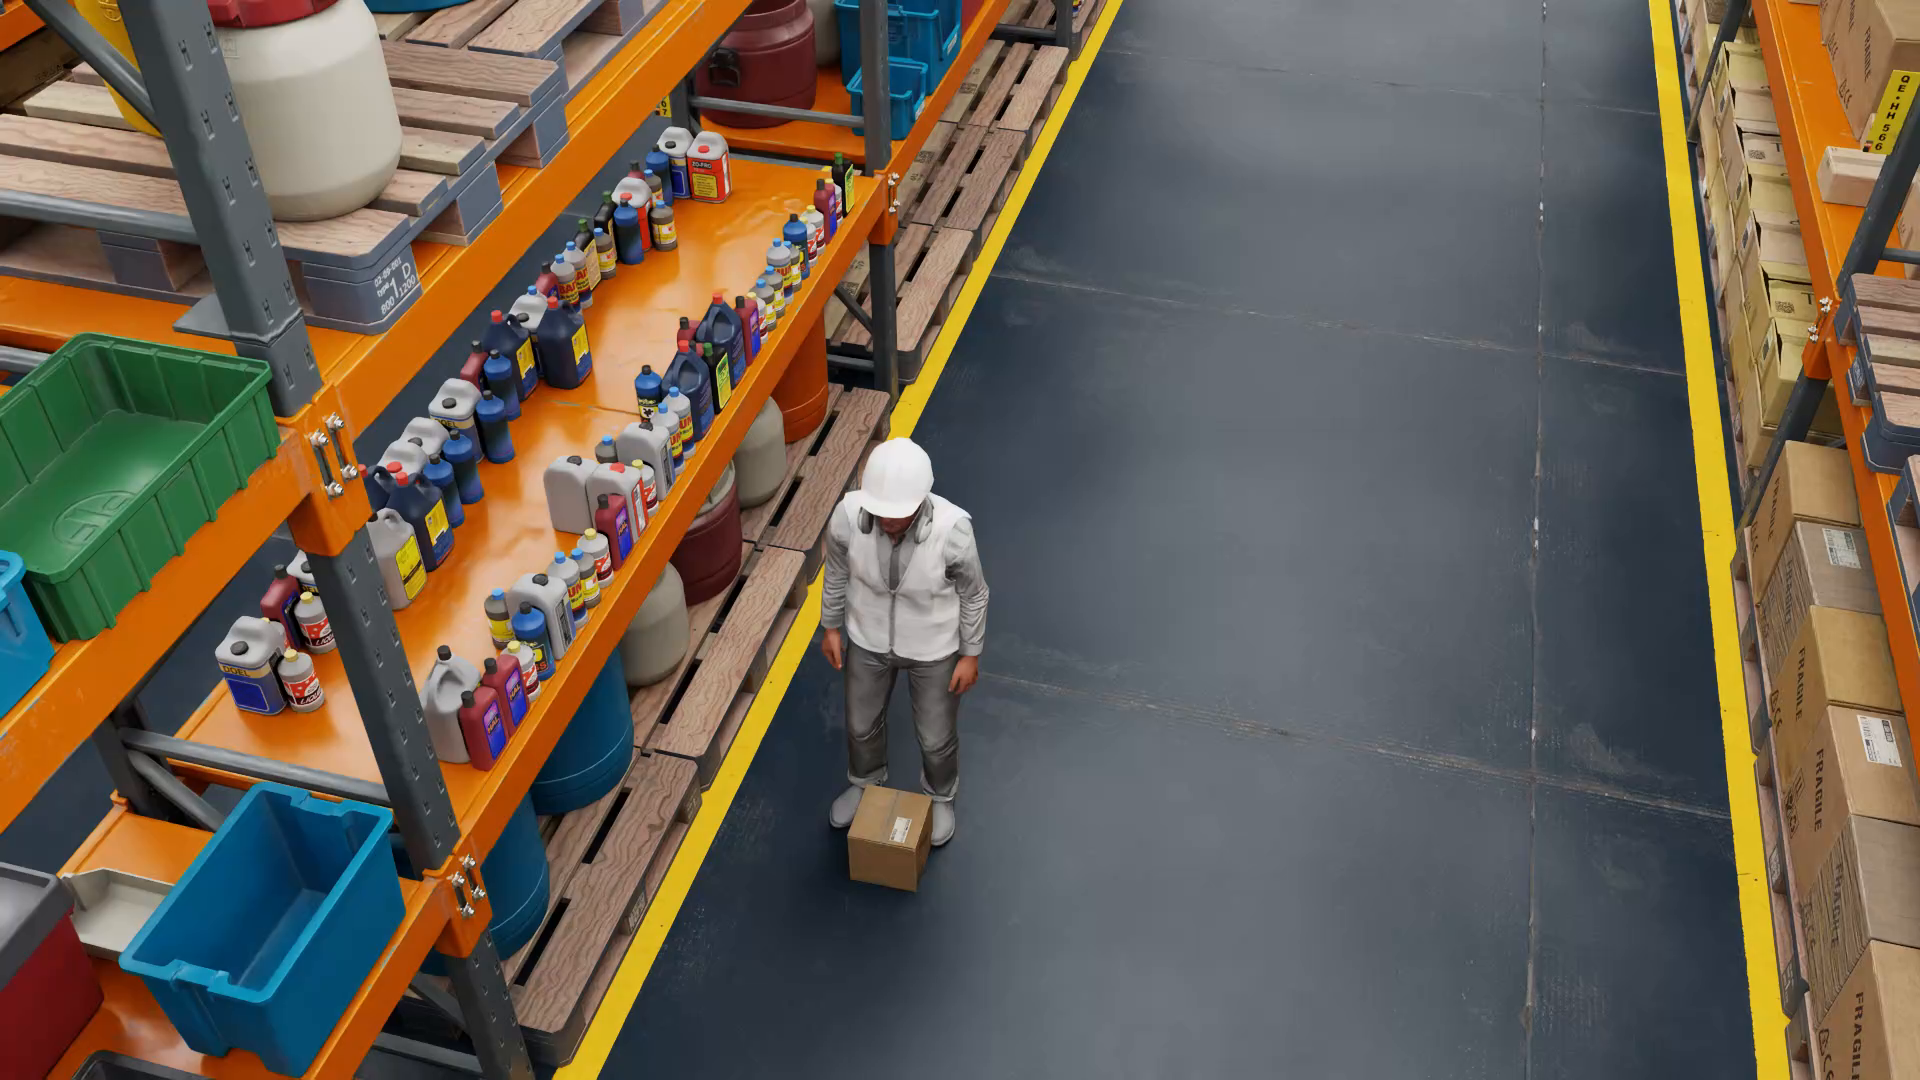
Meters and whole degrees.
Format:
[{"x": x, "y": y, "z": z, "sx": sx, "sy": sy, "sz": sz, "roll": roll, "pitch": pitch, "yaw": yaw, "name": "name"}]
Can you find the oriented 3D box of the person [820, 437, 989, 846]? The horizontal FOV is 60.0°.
[{"x": -0.196, "y": 0.341, "z": 5.741, "sx": 0.581, "sy": 1.772, "sz": 0.460, "roll": 10, "pitch": 42, "yaw": 12, "name": "person"}]
